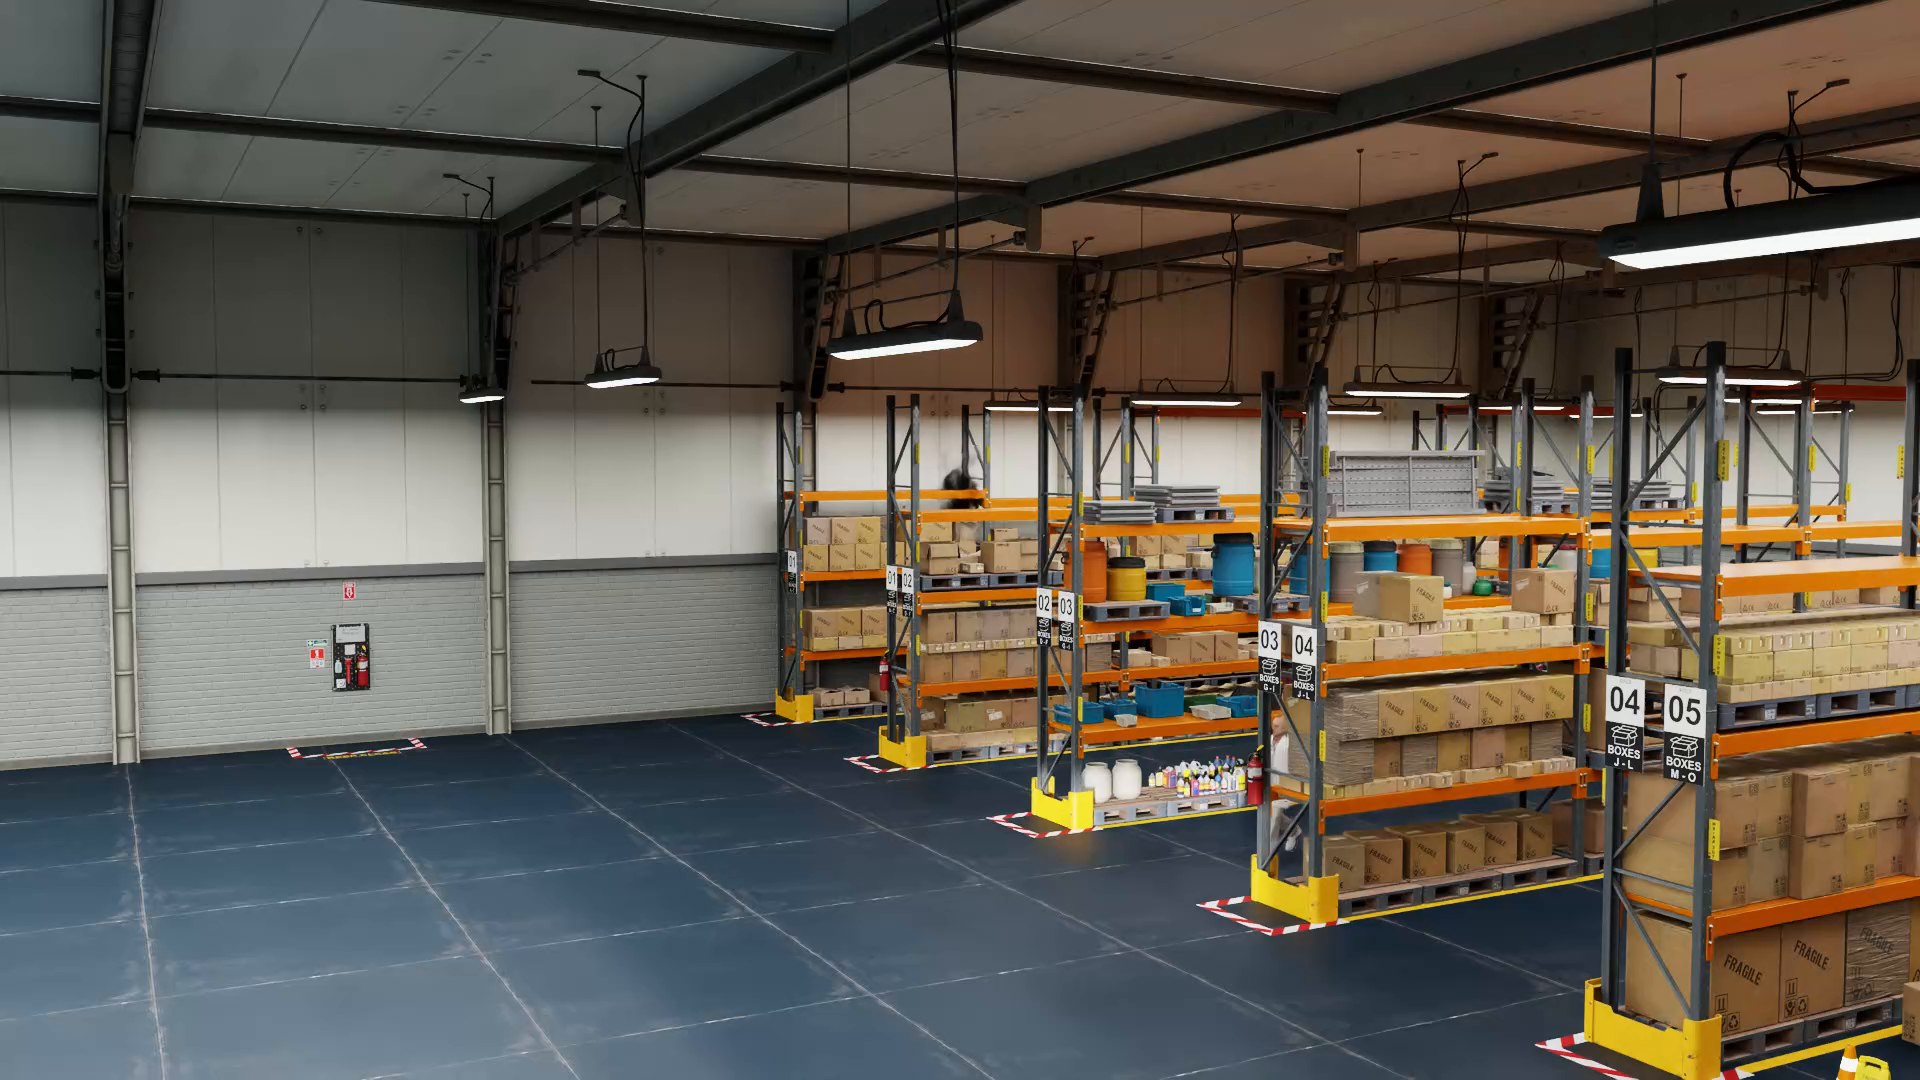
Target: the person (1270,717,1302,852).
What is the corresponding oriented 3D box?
[{"bbox_3d":[3.948,3.086,20.651,1.049,1.781,0.710,-3,4,-42],"label":"person"}]
